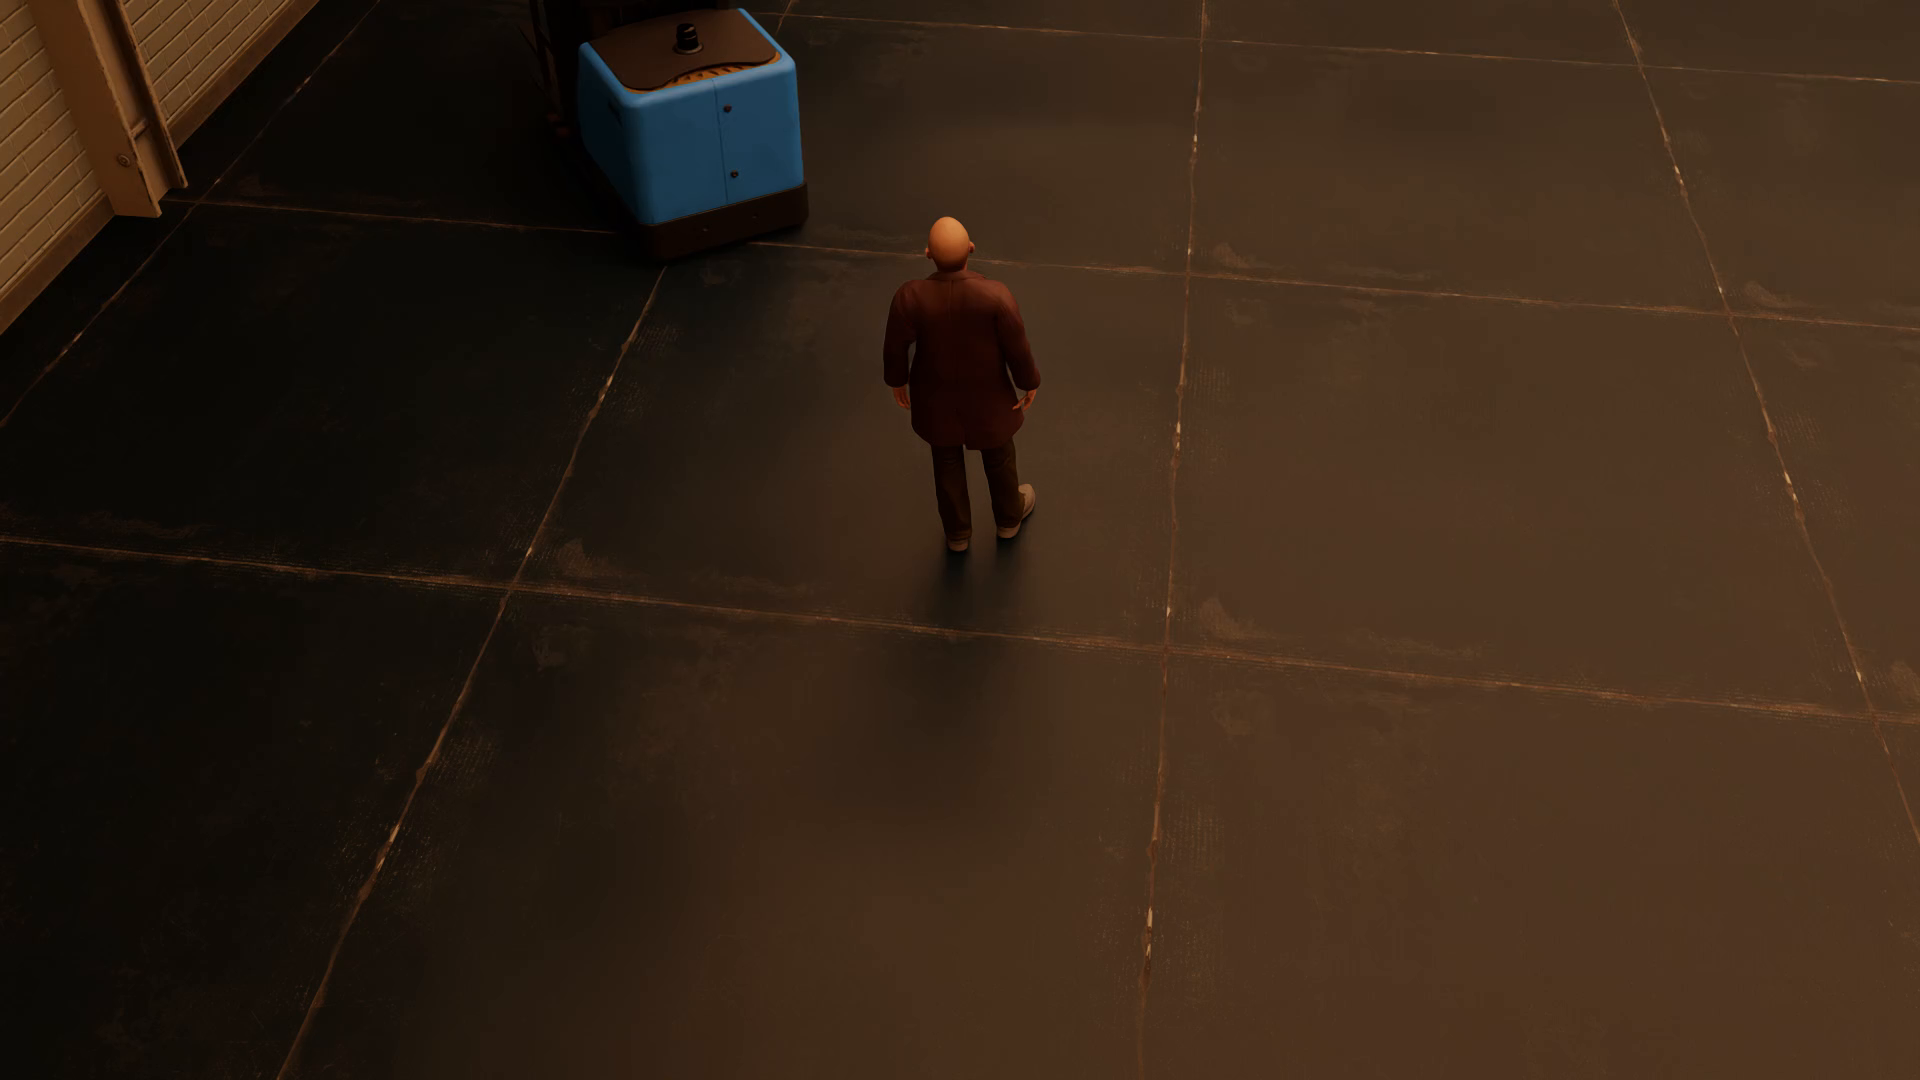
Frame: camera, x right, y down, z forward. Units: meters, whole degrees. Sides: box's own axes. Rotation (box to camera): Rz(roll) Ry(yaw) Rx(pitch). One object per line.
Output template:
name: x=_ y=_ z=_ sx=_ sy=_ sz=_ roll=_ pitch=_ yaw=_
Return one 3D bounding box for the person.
person: x=0.017 y=-0.720 z=7.351 sx=0.694 sy=1.775 sz=0.582 roll=5 pitch=43 yaw=6

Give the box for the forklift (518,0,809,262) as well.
forklift: x=-2.030 y=-3.666 z=9.715 sx=1.130 sy=2.935 sz=3.031 roll=-20 pitch=46 yaw=-20
